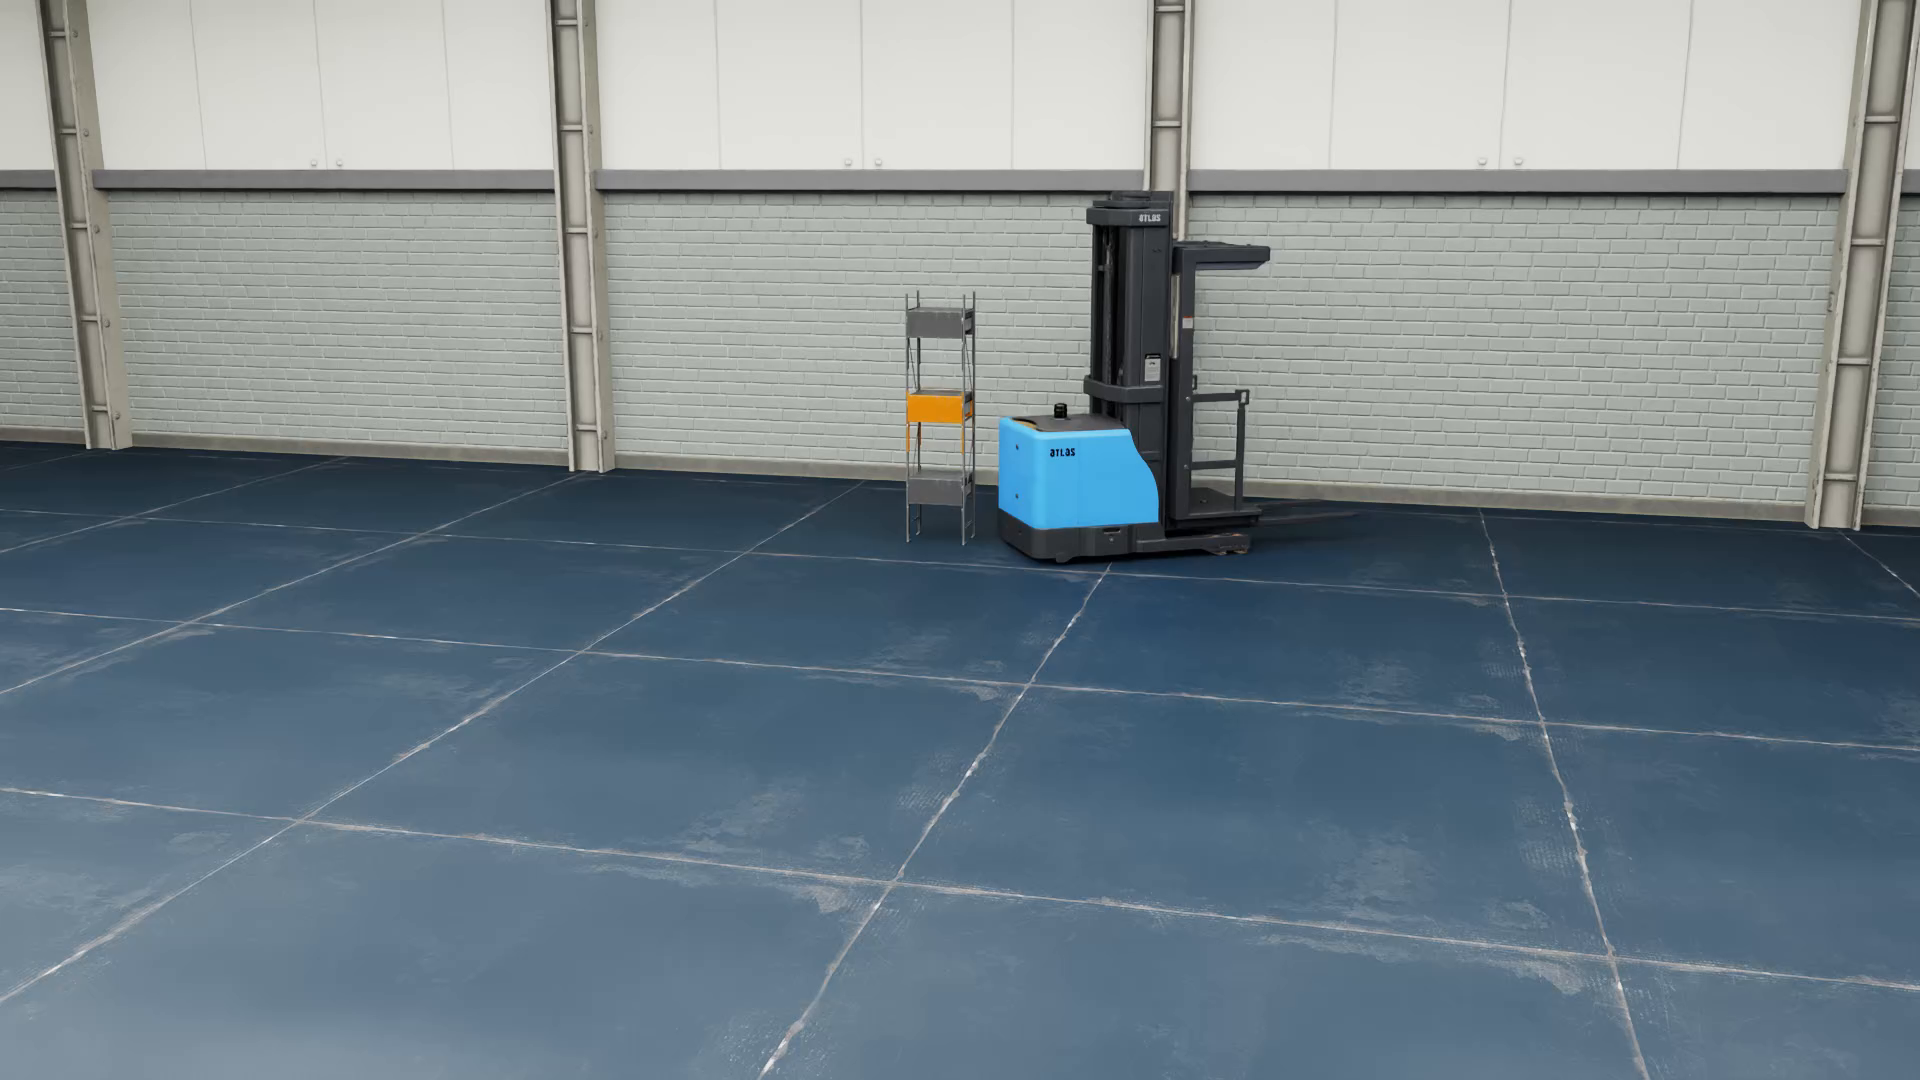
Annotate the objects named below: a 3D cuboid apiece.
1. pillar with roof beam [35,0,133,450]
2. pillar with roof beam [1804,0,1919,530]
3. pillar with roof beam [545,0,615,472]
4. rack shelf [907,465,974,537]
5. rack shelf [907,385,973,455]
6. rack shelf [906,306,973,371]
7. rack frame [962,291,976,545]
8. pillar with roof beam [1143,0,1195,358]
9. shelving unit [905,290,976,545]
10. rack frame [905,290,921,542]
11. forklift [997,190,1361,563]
[{"bbox_3d":[-10.747,-4.549,13.963,0.400,9.000,9.100,3,13,14],"label":"pillar with roof beam"},{"bbox_3d":[6.729,-3.615,9.753,0.400,9.000,9.100,3,13,14],"label":"pillar with roof beam"},{"bbox_3d":[-4.922,-4.238,12.559,0.400,9.000,9.100,3,13,14],"label":"pillar with roof beam"},{"bbox_3d":[-0.161,-0.337,14.200,0.480,0.518,0.431,3,13,14],"label":"rack shelf"},{"bbox_3d":[-0.161,-1.020,14.048,0.480,0.518,0.431,3,13,14],"label":"rack shelf"},{"bbox_3d":[-0.161,-1.704,13.896,0.480,0.518,0.431,3,13,14],"label":"rack shelf"},{"bbox_3d":[0.076,-1.021,13.988,0.015,2.100,0.400,3,13,14],"label":"rack frame"},{"bbox_3d":[0.904,-3.927,11.156,0.400,9.000,9.100,3,13,14],"label":"pillar with roof beam"},{"bbox_3d":[-0.161,-1.034,14.045,0.503,2.100,0.431,3,13,14],"label":"shelving unit"},{"bbox_3d":[-0.398,-1.046,14.102,0.015,2.100,0.400,3,13,14],"label":"rack frame"},{"bbox_3d":[1.888,-1.409,13.817,3.031,2.935,1.130,-4,13,-17],"label":"forklift"}]
